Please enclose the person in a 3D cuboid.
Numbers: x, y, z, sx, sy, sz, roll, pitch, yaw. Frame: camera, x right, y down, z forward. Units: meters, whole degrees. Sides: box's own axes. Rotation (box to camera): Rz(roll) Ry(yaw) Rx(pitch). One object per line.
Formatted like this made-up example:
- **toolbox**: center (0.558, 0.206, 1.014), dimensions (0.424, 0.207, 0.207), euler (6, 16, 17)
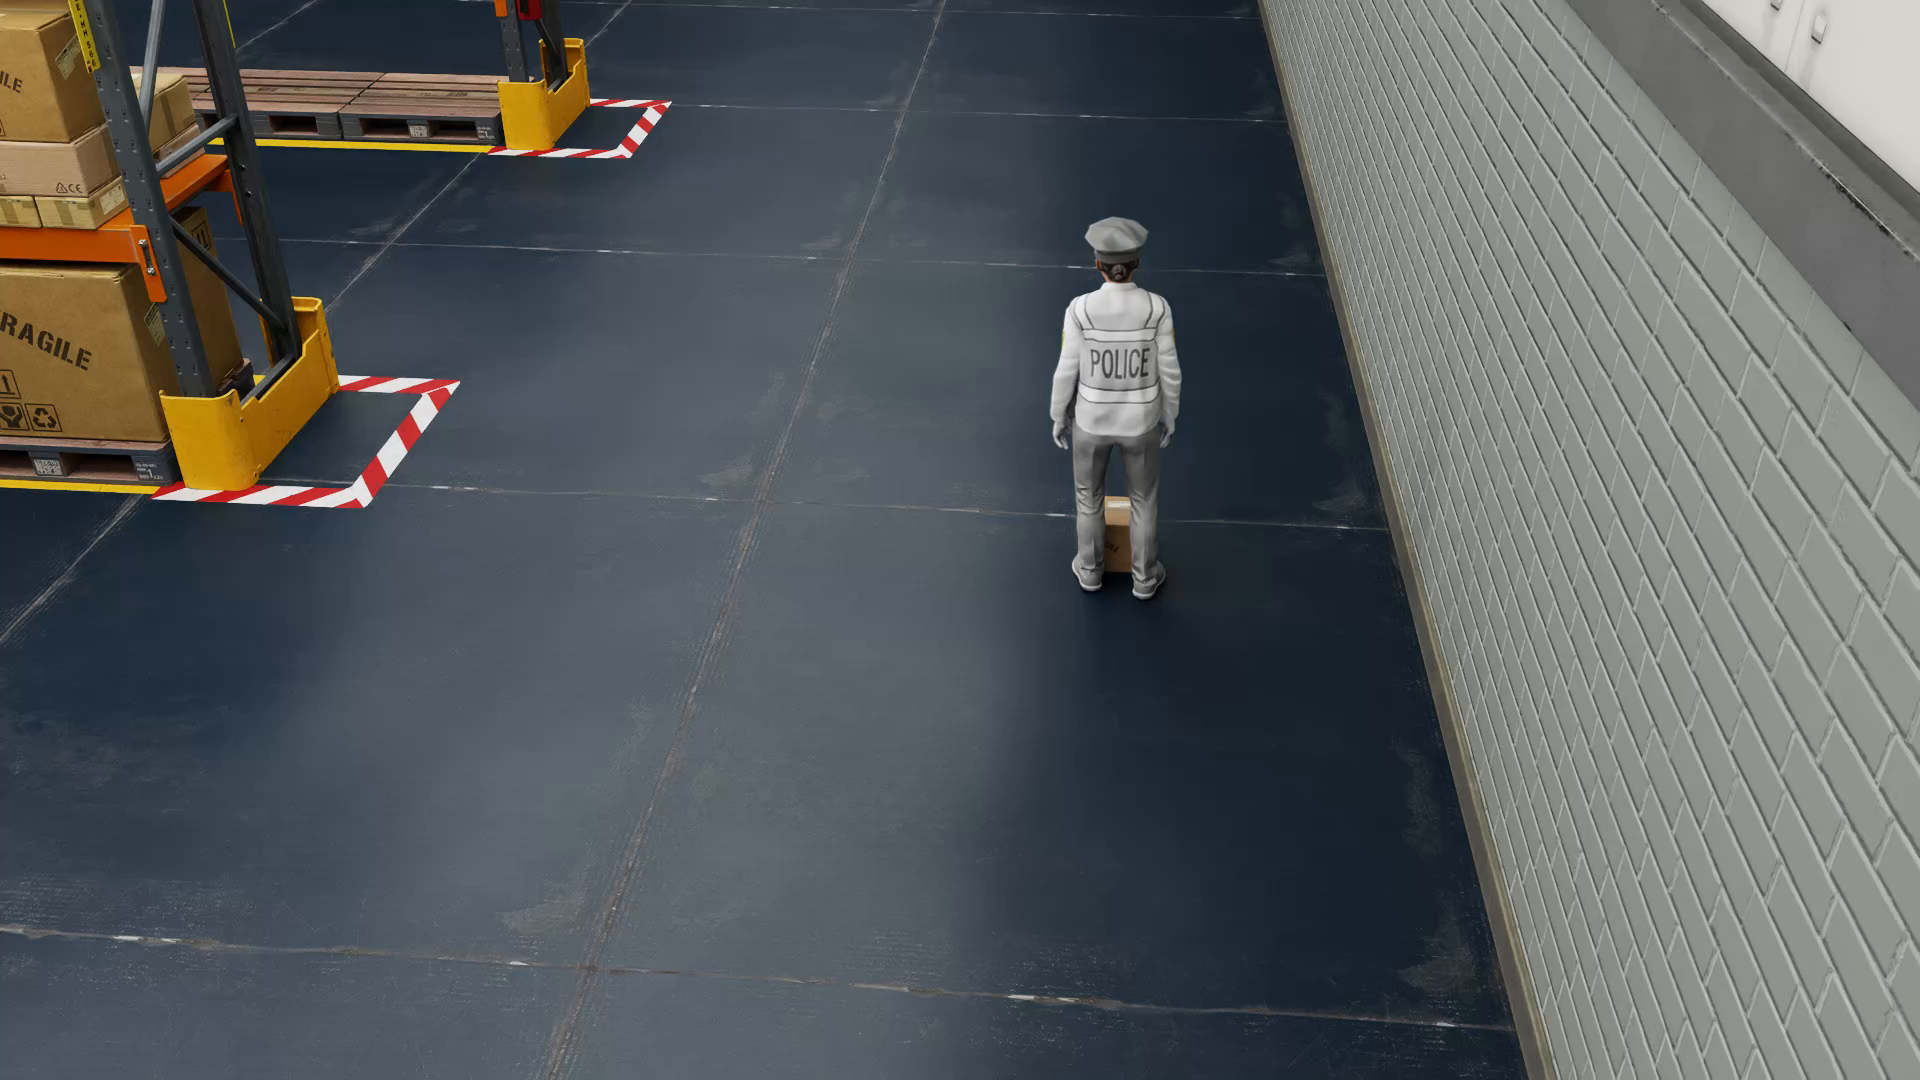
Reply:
- **person**: center (0.645, -0.507, 6.940), dimensions (0.542, 1.662, 0.415), euler (1, 32, 1)
